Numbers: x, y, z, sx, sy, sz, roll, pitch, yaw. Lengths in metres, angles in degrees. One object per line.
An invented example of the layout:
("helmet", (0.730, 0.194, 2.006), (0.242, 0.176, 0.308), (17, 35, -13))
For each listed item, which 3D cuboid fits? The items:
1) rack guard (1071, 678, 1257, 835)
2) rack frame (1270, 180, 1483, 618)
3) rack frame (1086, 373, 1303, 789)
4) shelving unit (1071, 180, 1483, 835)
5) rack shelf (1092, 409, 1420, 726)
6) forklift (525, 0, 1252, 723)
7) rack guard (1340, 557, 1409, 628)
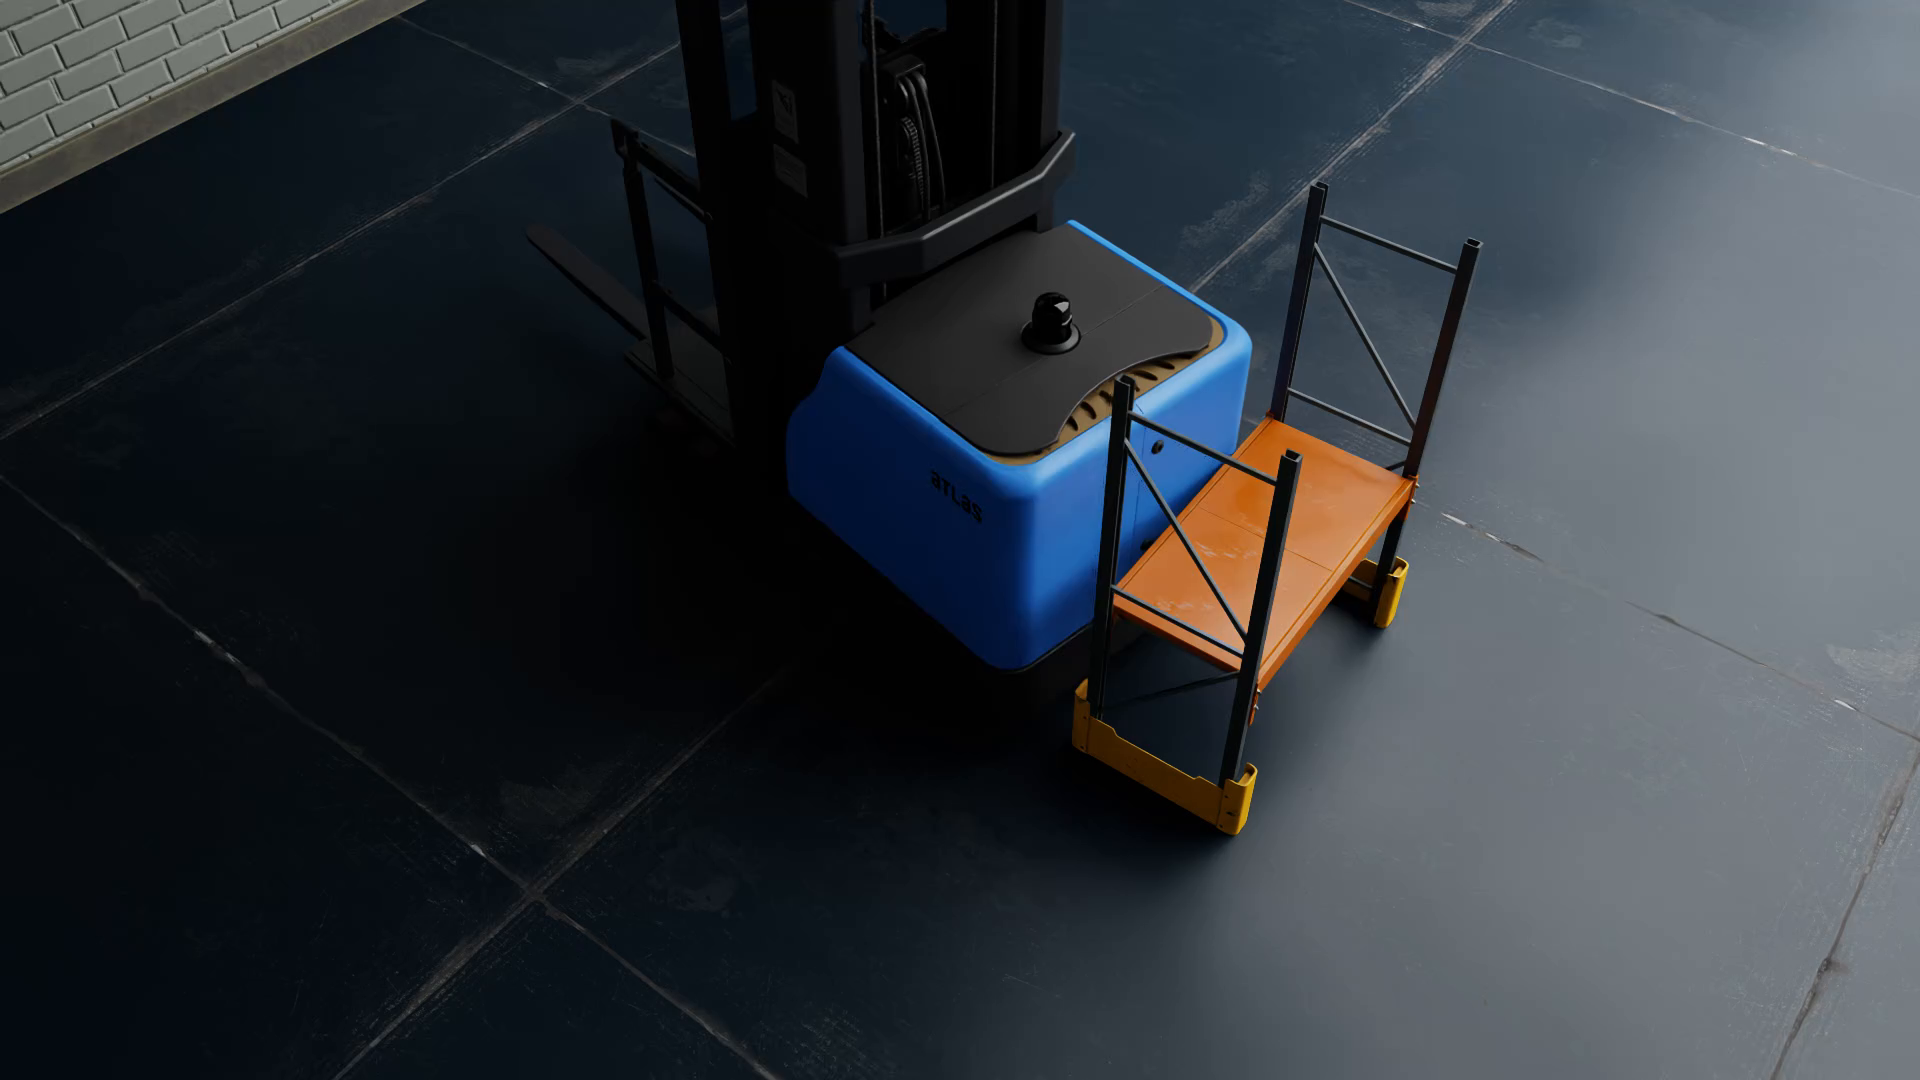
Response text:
("rack guard", (0.599, 0.644, 4.962), (0.587, 0.250, 0.087), (28, 52, 24))
("rack frame", (1.185, -0.371, 5.067), (0.500, 1.500, 0.032), (28, 52, 24))
("rack frame", (0.587, 0.224, 4.499), (0.500, 1.500, 0.032), (28, 52, 24))
("shelving unit", (0.891, -0.079, 4.788), (0.587, 1.500, 1.083), (28, 52, 24))
("rack shelf", (0.886, 0.051, 4.913), (0.538, 0.185, 1.000), (28, 52, 24))
("forklift", (-0.481, -1.438, 5.096), (1.130, 2.935, 3.031), (-33, 54, -27))
("rack guard", (1.184, 0.061, 5.519), (0.587, 0.250, 0.087), (28, 52, 24))
